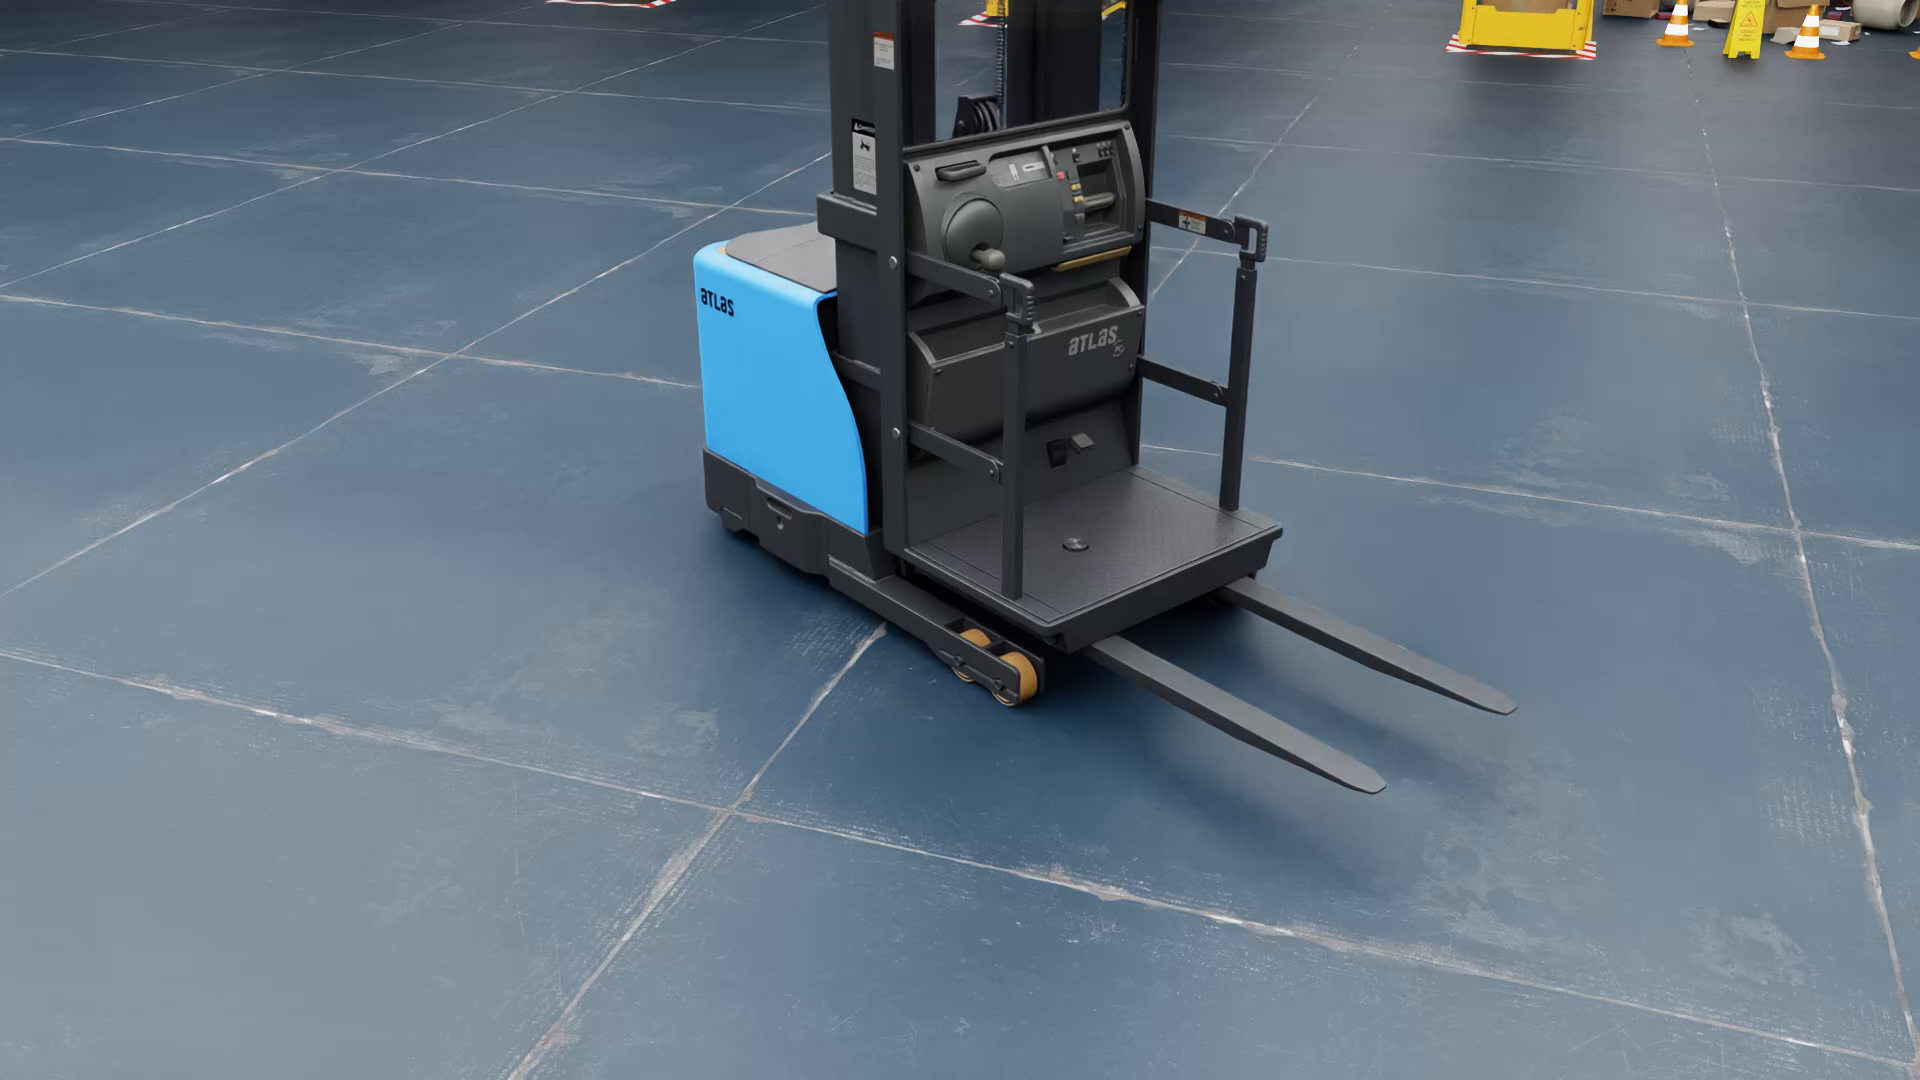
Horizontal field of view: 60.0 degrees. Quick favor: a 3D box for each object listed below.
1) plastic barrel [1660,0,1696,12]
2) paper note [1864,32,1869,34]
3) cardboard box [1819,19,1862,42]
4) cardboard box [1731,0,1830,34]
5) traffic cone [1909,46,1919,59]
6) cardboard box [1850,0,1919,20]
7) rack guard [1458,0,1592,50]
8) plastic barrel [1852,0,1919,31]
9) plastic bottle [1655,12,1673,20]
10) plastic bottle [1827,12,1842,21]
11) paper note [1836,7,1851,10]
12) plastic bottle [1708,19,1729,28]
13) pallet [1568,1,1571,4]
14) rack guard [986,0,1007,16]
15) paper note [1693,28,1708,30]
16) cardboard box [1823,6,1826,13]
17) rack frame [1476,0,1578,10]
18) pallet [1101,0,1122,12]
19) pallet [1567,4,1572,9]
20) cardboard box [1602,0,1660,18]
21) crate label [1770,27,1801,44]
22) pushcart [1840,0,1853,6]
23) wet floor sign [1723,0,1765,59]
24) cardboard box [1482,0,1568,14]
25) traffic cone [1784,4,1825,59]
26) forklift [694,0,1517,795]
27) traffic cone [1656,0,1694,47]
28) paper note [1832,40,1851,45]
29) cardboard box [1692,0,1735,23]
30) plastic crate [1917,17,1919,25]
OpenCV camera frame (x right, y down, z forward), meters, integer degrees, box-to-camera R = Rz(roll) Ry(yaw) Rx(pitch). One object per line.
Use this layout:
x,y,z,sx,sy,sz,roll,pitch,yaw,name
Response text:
7.893,-6.000,18.157,0.421,0.421,0.512,-14,29,-27,plastic barrel
9.175,-5.125,16.823,0.032,0.001,0.123,9,27,17,paper note
8.725,-5.076,16.564,0.250,0.149,0.380,-20,33,-36,cardboard box
8.391,-5.494,17.019,0.797,0.503,0.637,-9,27,-18,cardboard box
9.121,-4.750,15.530,0.336,0.463,0.334,9,27,17,traffic cone
9.885,-5.805,17.663,0.500,0.500,0.500,-14,29,-27,cardboard box
5.484,-5.070,16.147,1.175,0.500,0.348,9,27,17,rack guard
9.454,-5.437,16.994,0.421,0.421,0.512,-14,29,-27,plastic barrel
7.566,-5.579,17.703,0.283,0.061,0.133,0,26,-1,plastic bottle
9.327,-5.591,17.727,0.133,0.061,0.283,14,29,26,plastic bottle
9.740,-5.865,18.329,0.148,0.019,0.142,9,27,17,paper note
7.858,-5.366,17.262,0.133,0.061,0.283,0,26,-1,plastic bottle
6.092,-5.789,17.964,1.003,0.211,1.213,9,27,17,pallet
0.874,-5.871,17.803,1.175,0.500,0.348,9,27,17,rack guard
7.601,-5.248,17.057,0.144,0.017,0.142,20,32,35,paper note
9.230,-5.918,18.168,0.258,0.266,0.396,-9,27,-18,cardboard box
5.492,-6.204,15.622,1.000,3.000,0.127,9,27,17,rack frame
1.178,-6.070,18.545,1.003,0.211,1.213,9,27,17,pallet
5.685,-5.289,16.932,1.003,0.211,1.213,9,27,17,pallet
7.275,-5.938,17.937,0.500,0.500,0.500,14,29,26,cardboard box
8.164,-4.957,16.330,0.250,0.136,0.298,-5,26,-9,crate label
9.358,-6.302,18.832,1.648,0.377,0.936,0,26,-1,pushcart
7.350,-4.846,15.518,0.267,0.644,0.232,4,26,8,wet floor sign
5.656,-5.725,16.589,0.875,0.875,0.875,9,27,18,cardboard box
7.961,-4.771,15.574,0.336,0.463,0.334,9,27,17,traffic cone
0.363,-1.050,5.056,1.130,2.935,3.031,-20,32,-36,forklift
7.008,-5.075,16.201,0.336,0.463,0.334,9,27,17,traffic cone
8.631,-4.869,16.271,0.148,0.019,0.142,0,26,-1,paper note
7.988,-5.644,17.603,0.396,0.266,0.258,14,29,26,cardboard box
10.229,-5.332,17.170,0.402,0.080,0.583,0,26,-1,plastic crate
